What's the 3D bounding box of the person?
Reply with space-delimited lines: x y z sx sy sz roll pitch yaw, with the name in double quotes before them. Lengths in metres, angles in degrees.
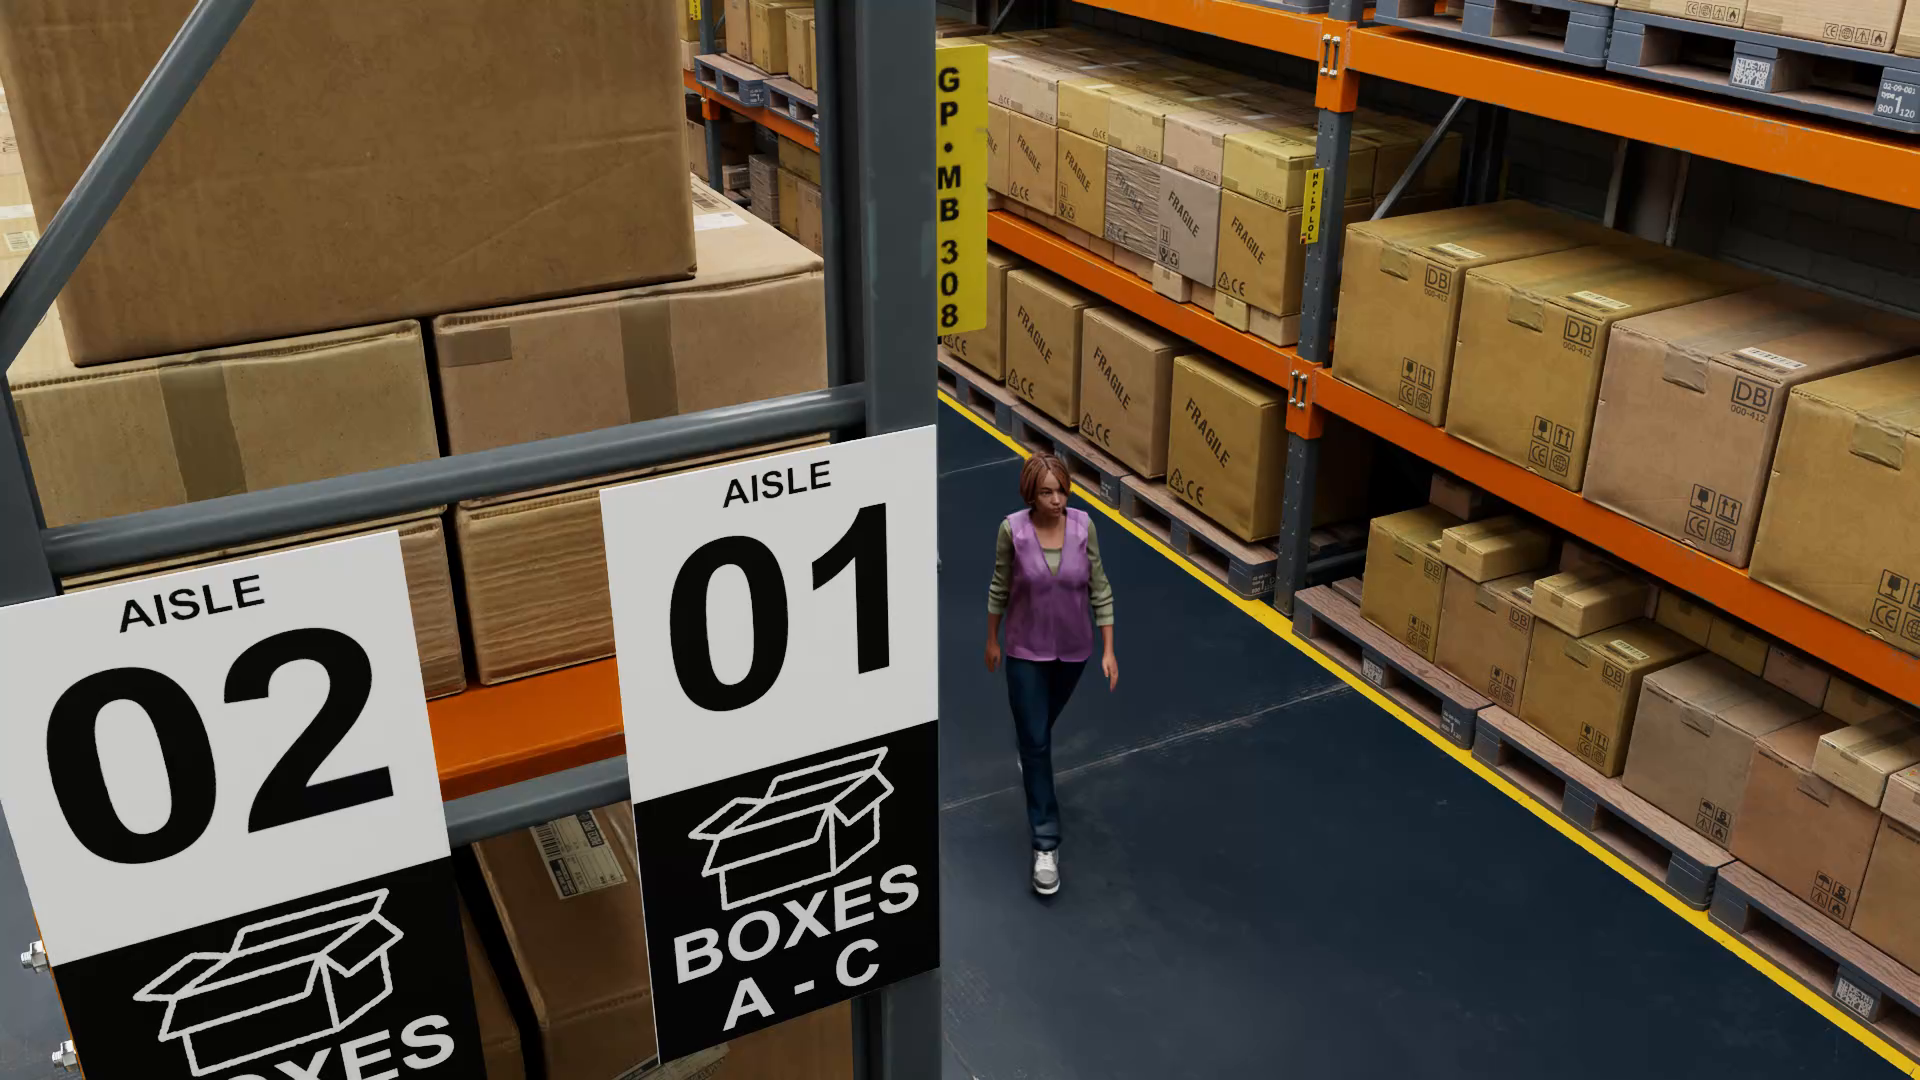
"person" 0.354 0.424 6.220 0.449 1.547 0.909 -6 26 -12
